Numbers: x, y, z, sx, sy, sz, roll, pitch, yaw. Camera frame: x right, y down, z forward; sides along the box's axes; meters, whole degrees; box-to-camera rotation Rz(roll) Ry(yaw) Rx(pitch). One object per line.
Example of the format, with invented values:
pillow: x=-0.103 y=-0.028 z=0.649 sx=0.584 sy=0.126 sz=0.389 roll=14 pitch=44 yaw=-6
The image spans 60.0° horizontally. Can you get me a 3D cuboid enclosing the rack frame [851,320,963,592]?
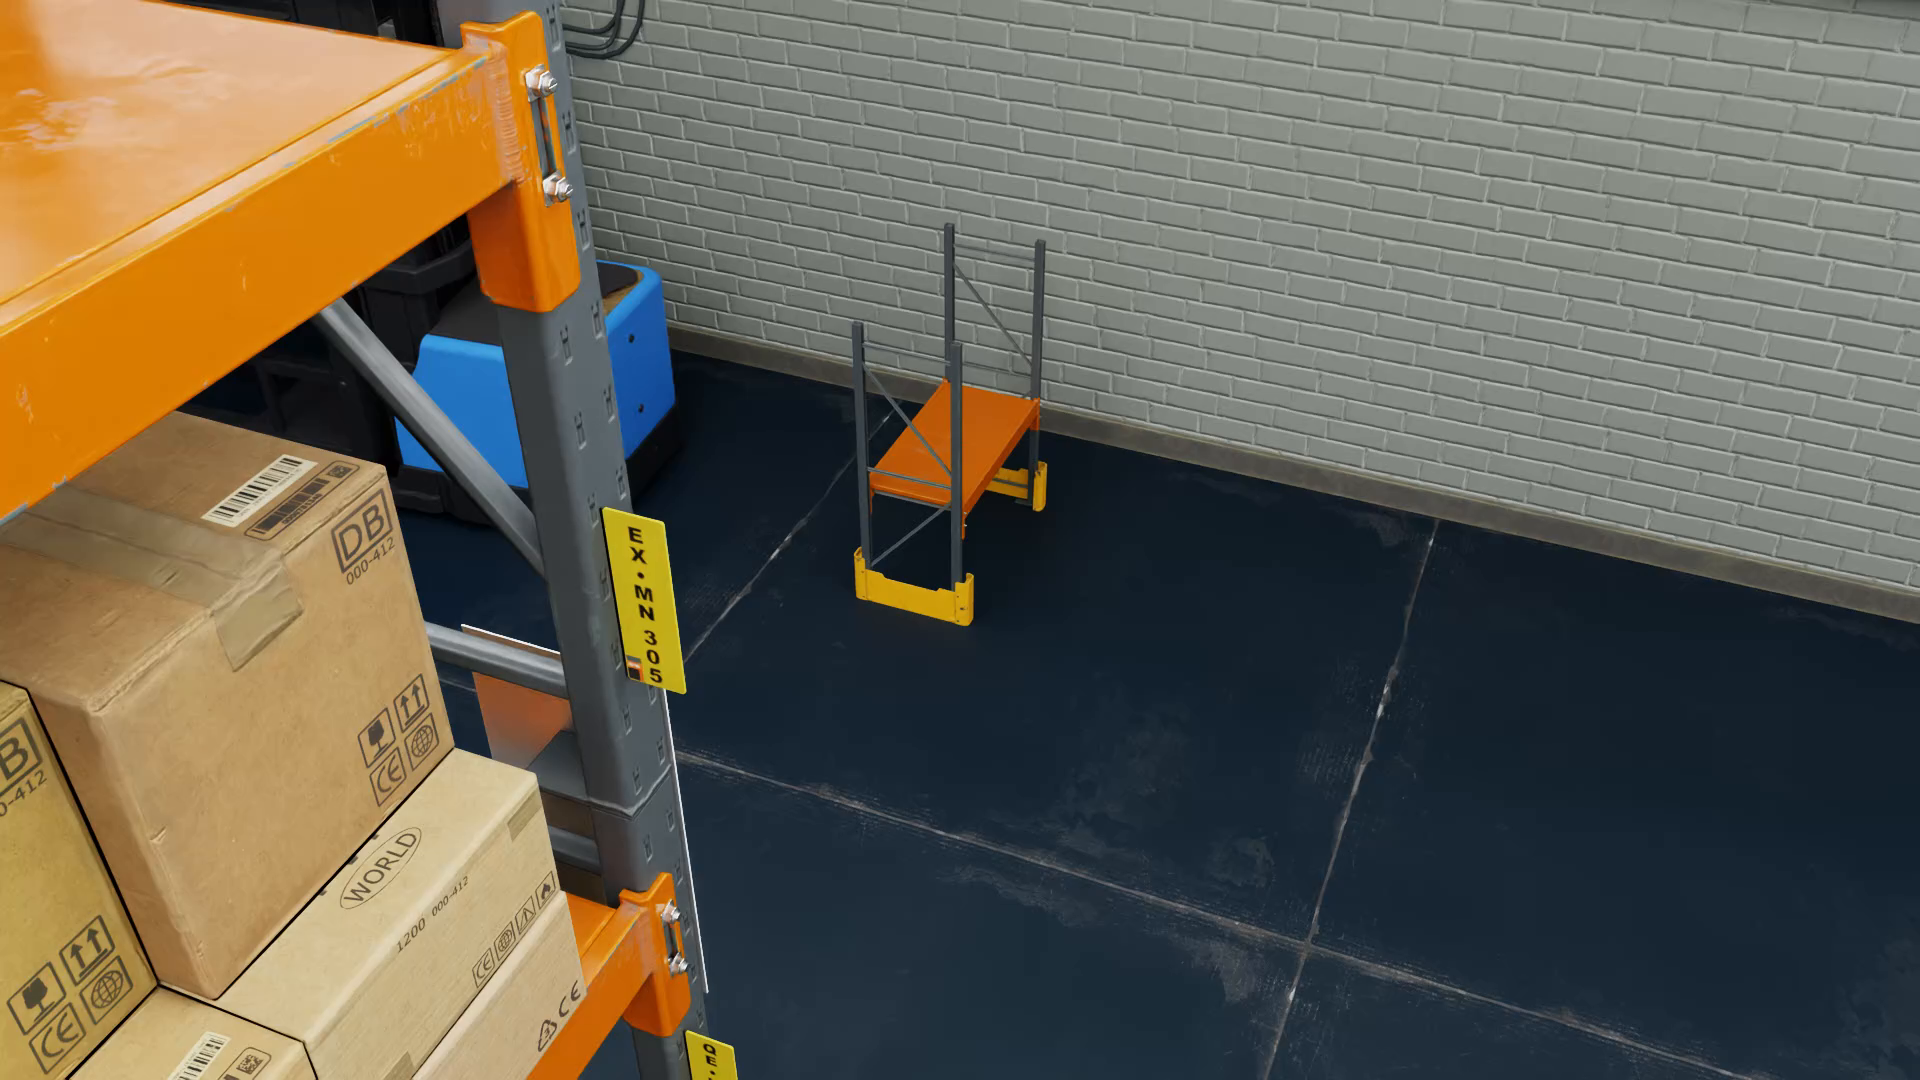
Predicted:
rack frame: x=-0.226 y=-0.272 z=7.463 sx=0.500 sy=1.500 sz=0.032 roll=14 pitch=39 yaw=18

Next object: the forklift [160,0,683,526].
forklift: x=-3.068 y=-1.677 z=8.147 sx=3.031 sy=2.935 sz=1.130 roll=11 pitch=38 yaw=14

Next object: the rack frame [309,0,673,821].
rack frame: x=-0.973 y=-0.890 z=2.025 sx=1.000 sy=3.000 sz=0.127 roll=14 pitch=39 yaw=18

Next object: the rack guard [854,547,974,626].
rack guard: x=-0.219 y=0.218 z=7.851 sx=0.587 sy=0.250 sz=0.087 roll=14 pitch=39 yaw=18

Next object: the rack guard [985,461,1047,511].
rack guard: x=0.160 y=-0.334 z=8.589 sx=0.587 sy=0.250 sz=0.087 roll=14 pitch=39 yaw=18

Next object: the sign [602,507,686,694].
sign: x=-0.468 y=0.095 z=2.474 sx=0.100 sy=0.325 sz=0.005 roll=14 pitch=39 yaw=18

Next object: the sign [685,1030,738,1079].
sign: x=-0.468 y=1.061 z=3.196 sx=0.100 sy=0.325 sz=0.005 roll=14 pitch=39 yaw=18

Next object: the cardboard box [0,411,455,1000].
cardboard box: x=-1.154 y=0.160 z=2.208 sx=0.700 sy=0.500 sz=0.500 roll=14 pitch=39 yaw=18

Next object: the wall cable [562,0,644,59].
wall cable: x=-3.073 y=-3.822 z=8.542 sx=3.097 sy=2.526 sz=0.112 roll=14 pitch=39 yaw=18

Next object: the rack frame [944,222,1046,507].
rack frame: x=0.161 y=-0.835 z=8.216 sx=0.500 sy=1.500 sz=0.032 roll=14 pitch=39 yaw=18

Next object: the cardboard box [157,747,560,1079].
cardboard box: x=-0.933 y=0.514 z=2.360 sx=0.500 sy=0.250 sz=0.500 roll=14 pitch=39 yaw=18

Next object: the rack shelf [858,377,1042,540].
rack shelf: x=-0.032 y=-0.409 z=7.947 sx=0.538 sy=0.185 sz=1.000 roll=14 pitch=39 yaw=18

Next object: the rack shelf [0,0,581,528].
rack shelf: x=-1.734 y=0.507 z=0.760 sx=1.077 sy=0.370 sz=4.000 roll=14 pitch=39 yaw=18

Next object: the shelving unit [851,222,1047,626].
shelving unit: x=-0.029 y=-0.559 z=7.846 sx=0.587 sy=1.500 sz=1.083 roll=14 pitch=39 yaw=18

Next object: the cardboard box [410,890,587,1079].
cardboard box: x=-0.925 y=0.717 z=2.507 sx=0.500 sy=0.250 sz=0.500 roll=14 pitch=39 yaw=18

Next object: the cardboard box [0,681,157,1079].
cardboard box: x=-1.422 y=0.417 z=1.864 sx=0.700 sy=0.500 sz=0.500 roll=14 pitch=39 yaw=18

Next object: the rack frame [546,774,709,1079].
rack frame: x=-0.973 y=1.513 z=3.821 sx=1.000 sy=3.000 sz=0.127 roll=14 pitch=39 yaw=18

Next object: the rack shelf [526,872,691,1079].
rack shelf: x=-1.734 y=1.707 z=1.657 sx=1.077 sy=0.370 sz=4.000 roll=14 pitch=39 yaw=18

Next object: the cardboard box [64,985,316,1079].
cardboard box: x=-1.123 y=0.791 z=1.990 sx=0.500 sy=0.250 sz=0.500 roll=14 pitch=39 yaw=18

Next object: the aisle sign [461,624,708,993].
aisle sign: x=-0.664 y=0.504 z=3.000 sx=0.394 sy=0.787 sz=0.004 roll=14 pitch=39 yaw=18
